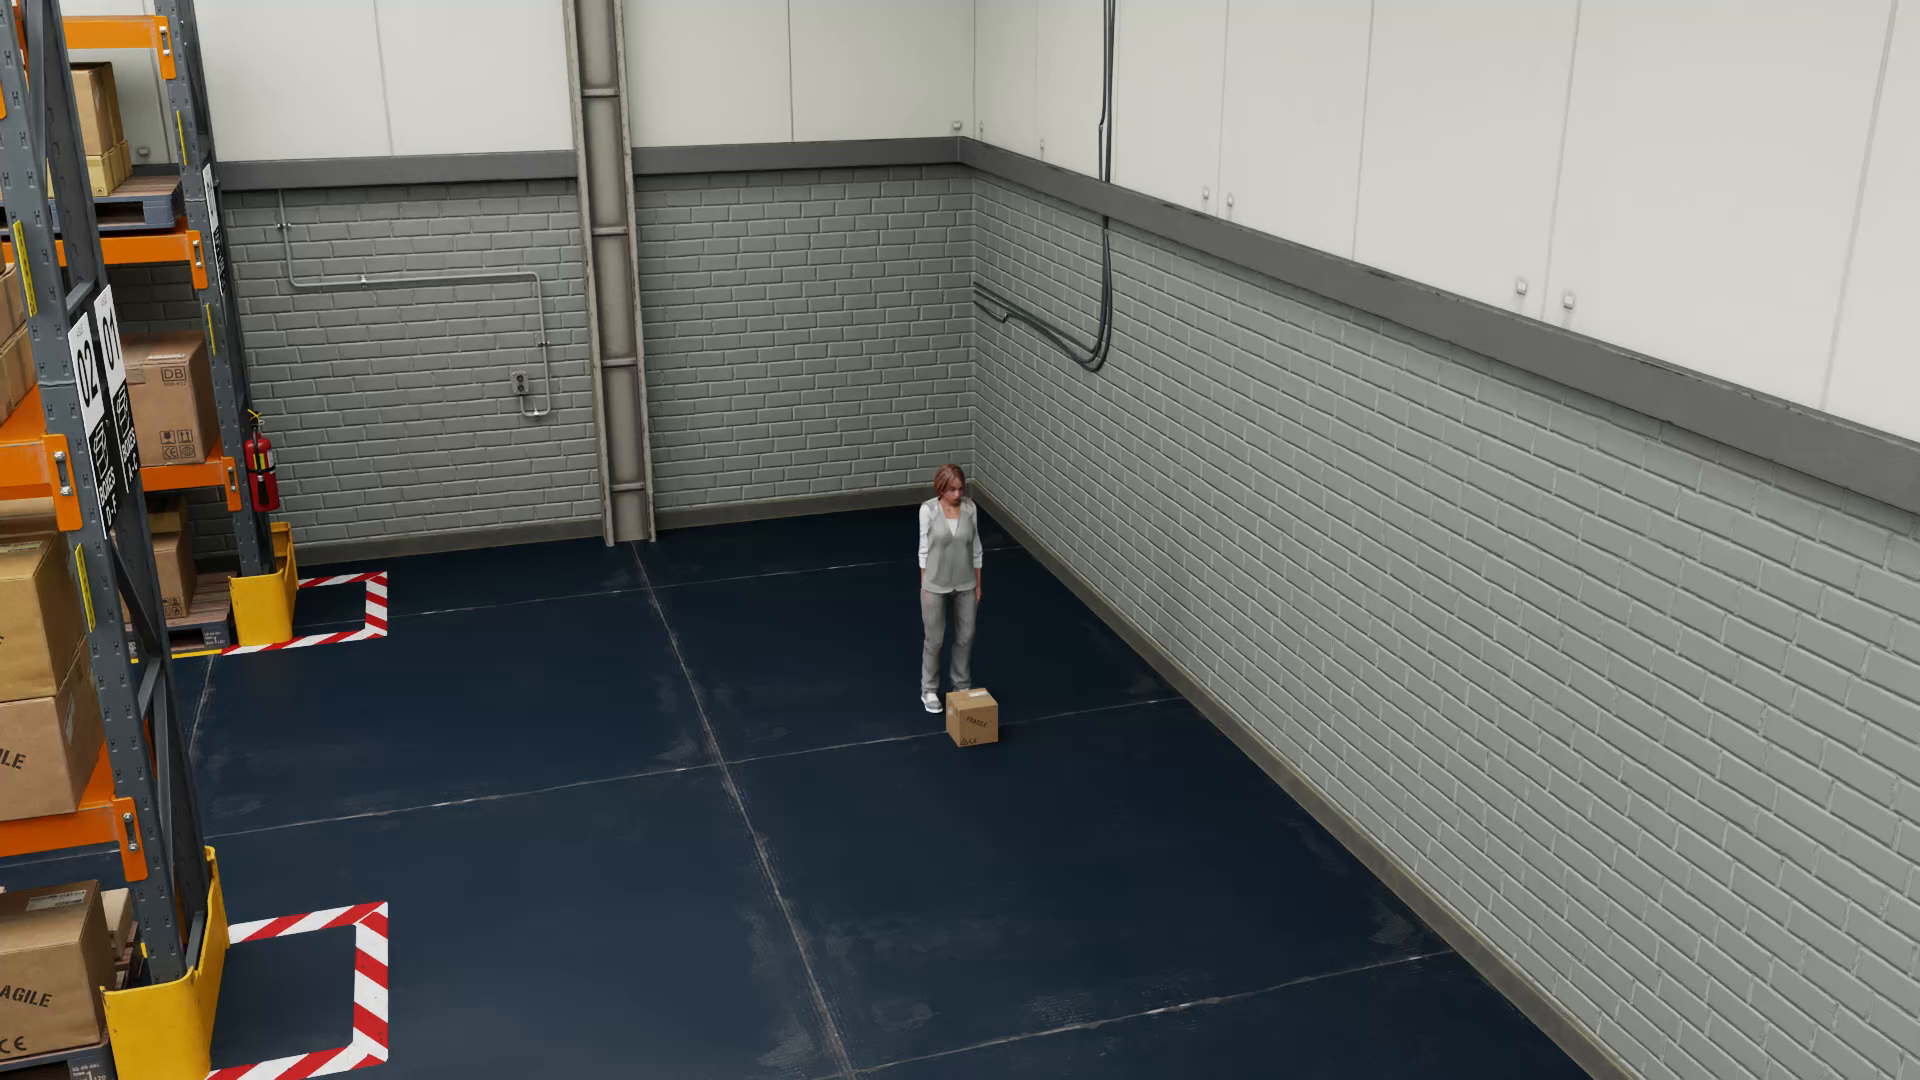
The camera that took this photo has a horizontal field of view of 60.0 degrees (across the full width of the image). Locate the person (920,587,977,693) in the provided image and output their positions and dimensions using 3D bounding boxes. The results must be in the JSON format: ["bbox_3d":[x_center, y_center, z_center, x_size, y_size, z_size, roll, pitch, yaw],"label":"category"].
[{"bbox_3d":[-0.075,0.560,10.379,0.354,0.877,0.278,-6,20,-16],"label":"person"}]
